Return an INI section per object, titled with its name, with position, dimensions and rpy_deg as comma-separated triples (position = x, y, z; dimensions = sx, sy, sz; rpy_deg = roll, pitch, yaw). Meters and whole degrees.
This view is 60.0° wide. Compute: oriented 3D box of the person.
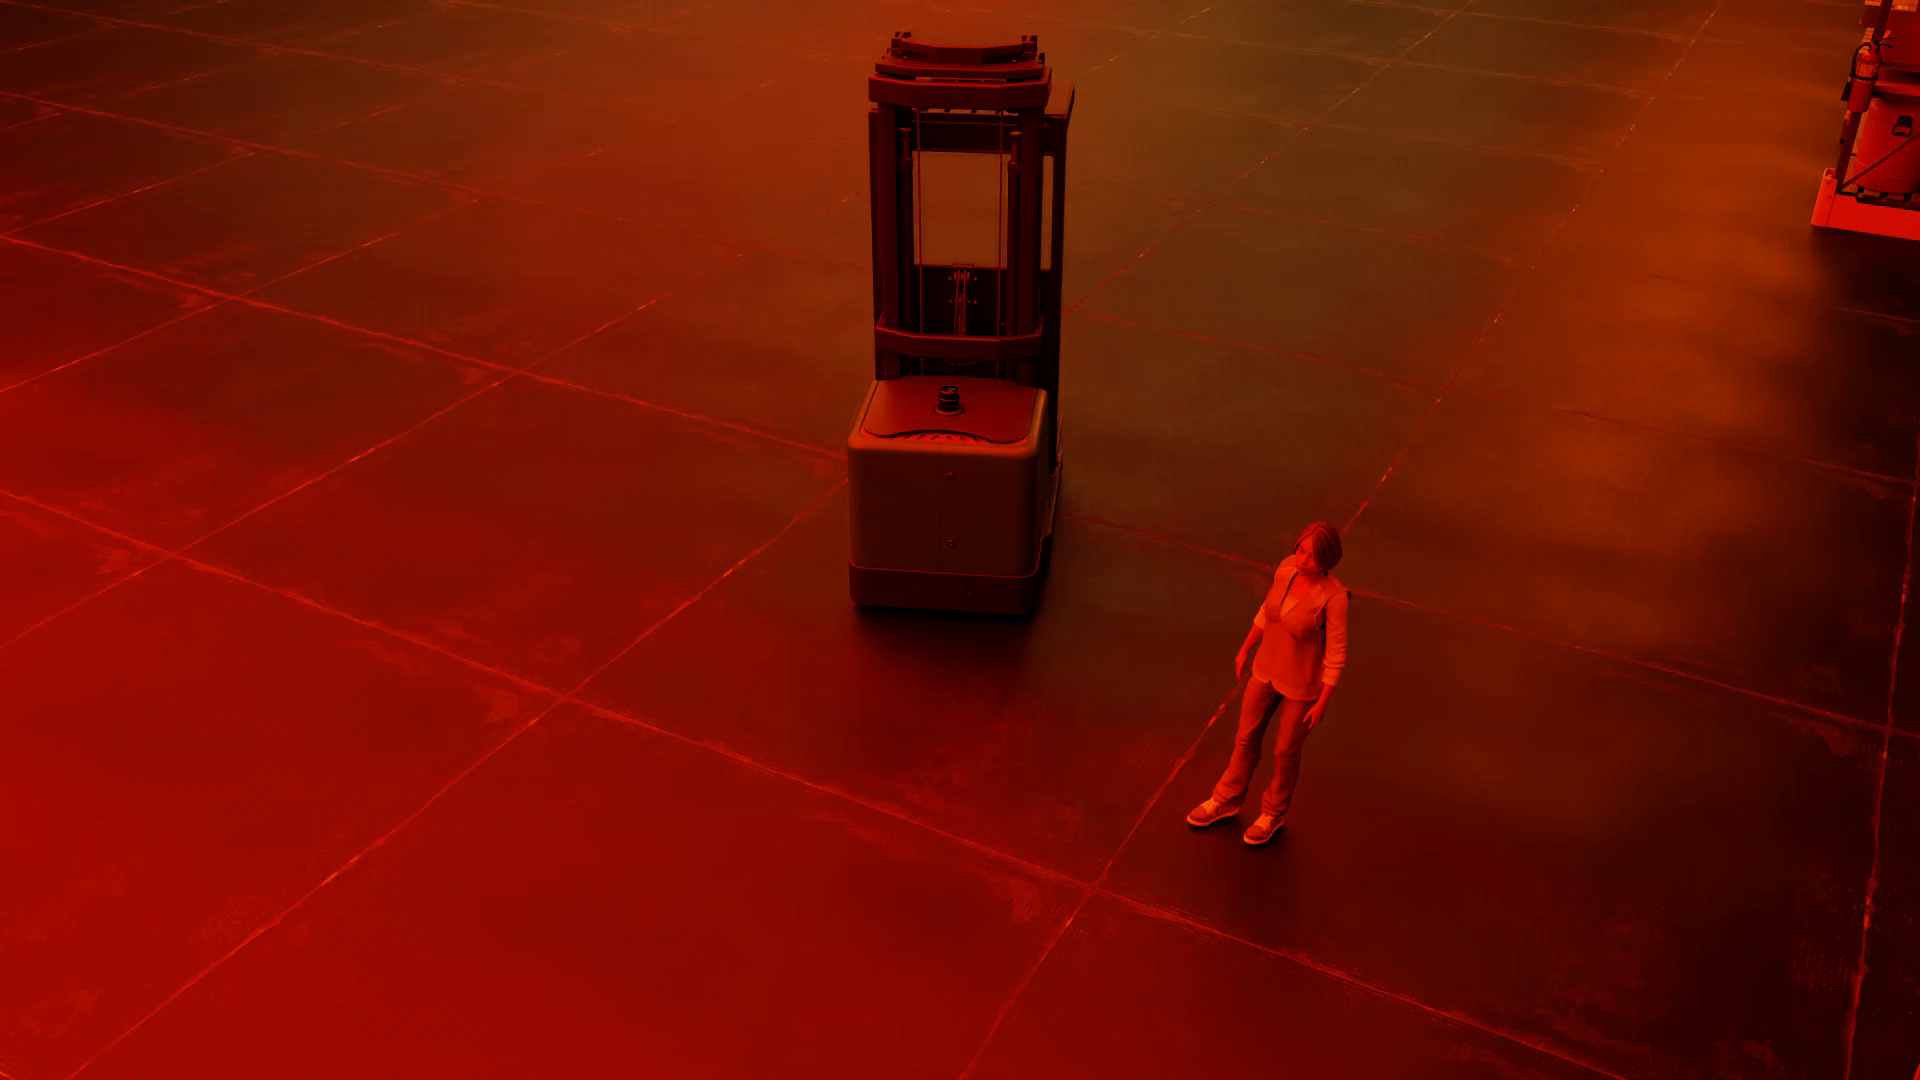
[person]
position = 1.378, 0.645, 7.273
dimensions = 0.475, 1.598, 0.518
rpy_deg = -21, 36, -32

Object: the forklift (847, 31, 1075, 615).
[forklift]
position = 0.072, -1.572, 9.794
dimensions = 1.130, 2.935, 3.031
rpy_deg = 3, 30, 6
